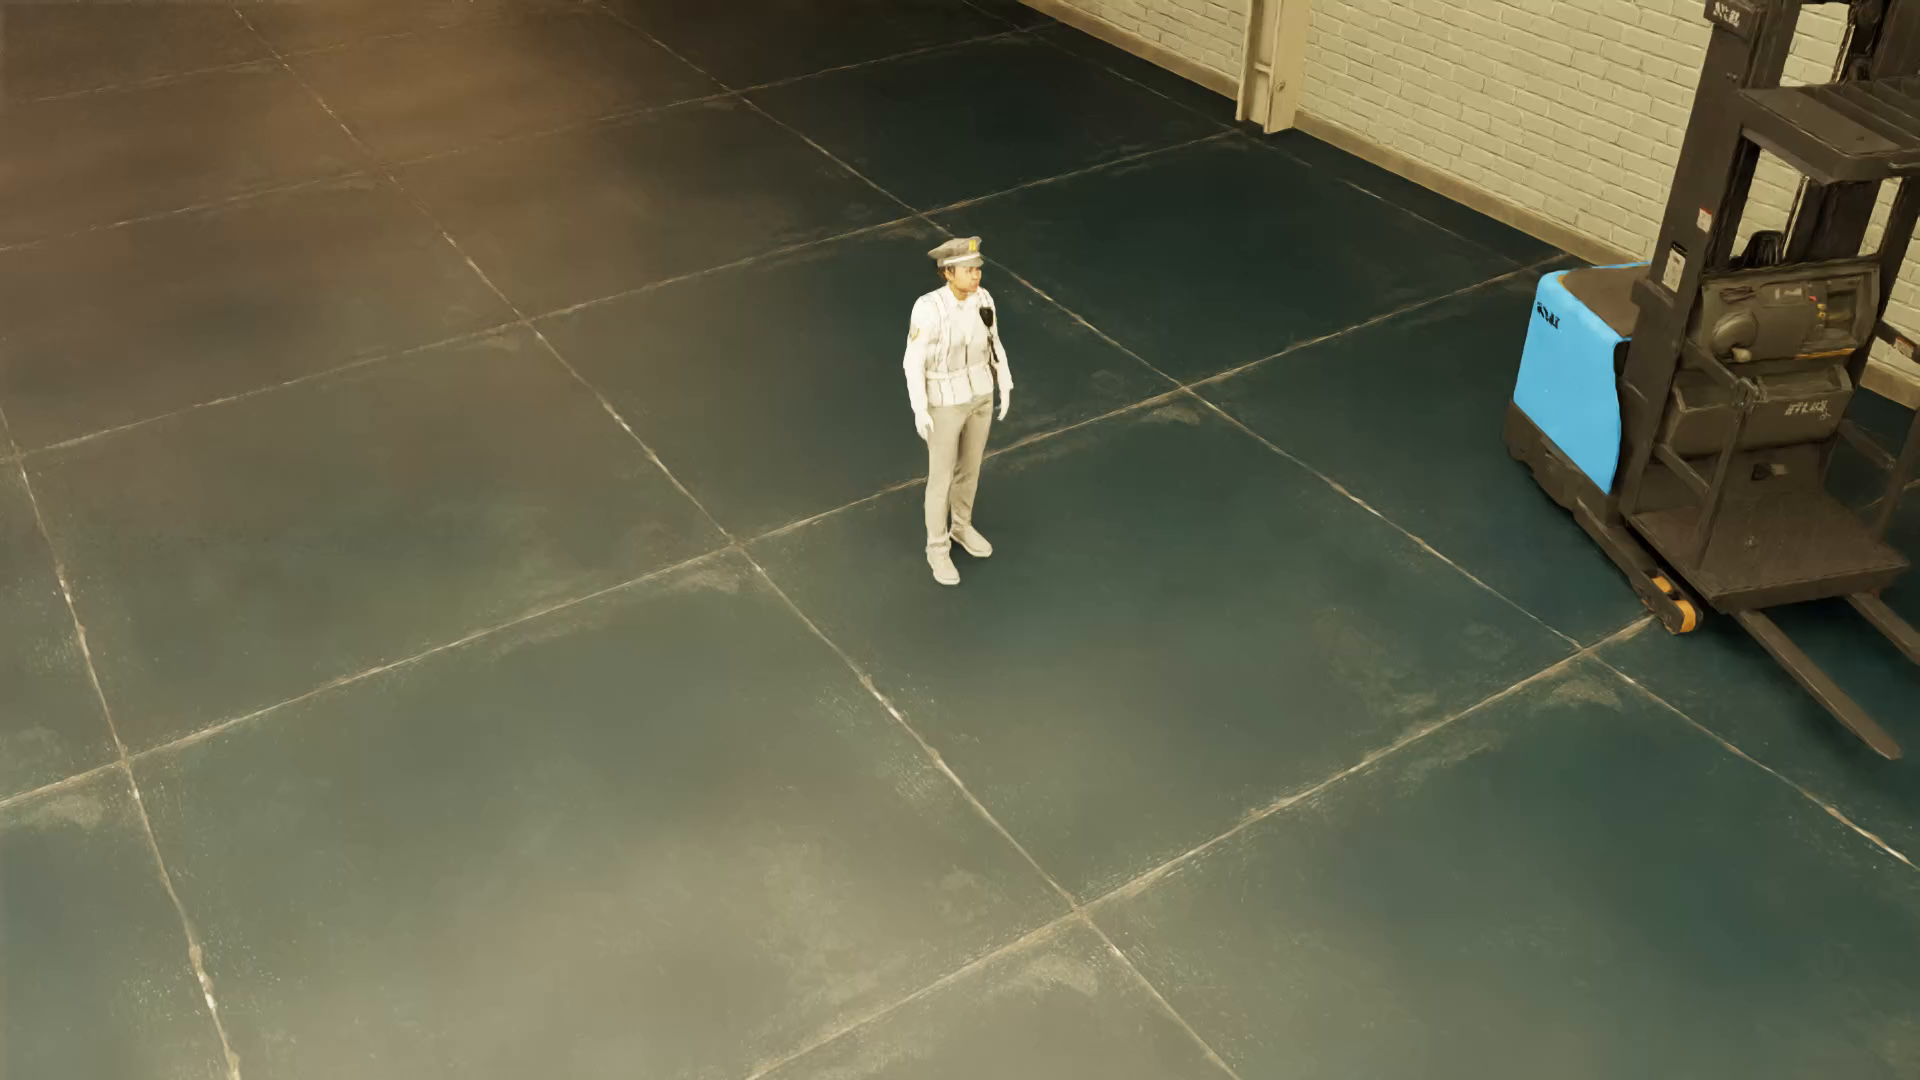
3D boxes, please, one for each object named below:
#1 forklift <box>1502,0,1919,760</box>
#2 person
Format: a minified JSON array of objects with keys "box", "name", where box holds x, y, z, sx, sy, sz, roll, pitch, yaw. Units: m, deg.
[{"box":[3.897,-0.985,7.550,1.130,2.935,3.031,-8,36,-11],"name":"forklift"},{"box":[0.031,-0.665,8.156,0.586,1.695,0.532,-21,40,-27],"name":"person"}]
